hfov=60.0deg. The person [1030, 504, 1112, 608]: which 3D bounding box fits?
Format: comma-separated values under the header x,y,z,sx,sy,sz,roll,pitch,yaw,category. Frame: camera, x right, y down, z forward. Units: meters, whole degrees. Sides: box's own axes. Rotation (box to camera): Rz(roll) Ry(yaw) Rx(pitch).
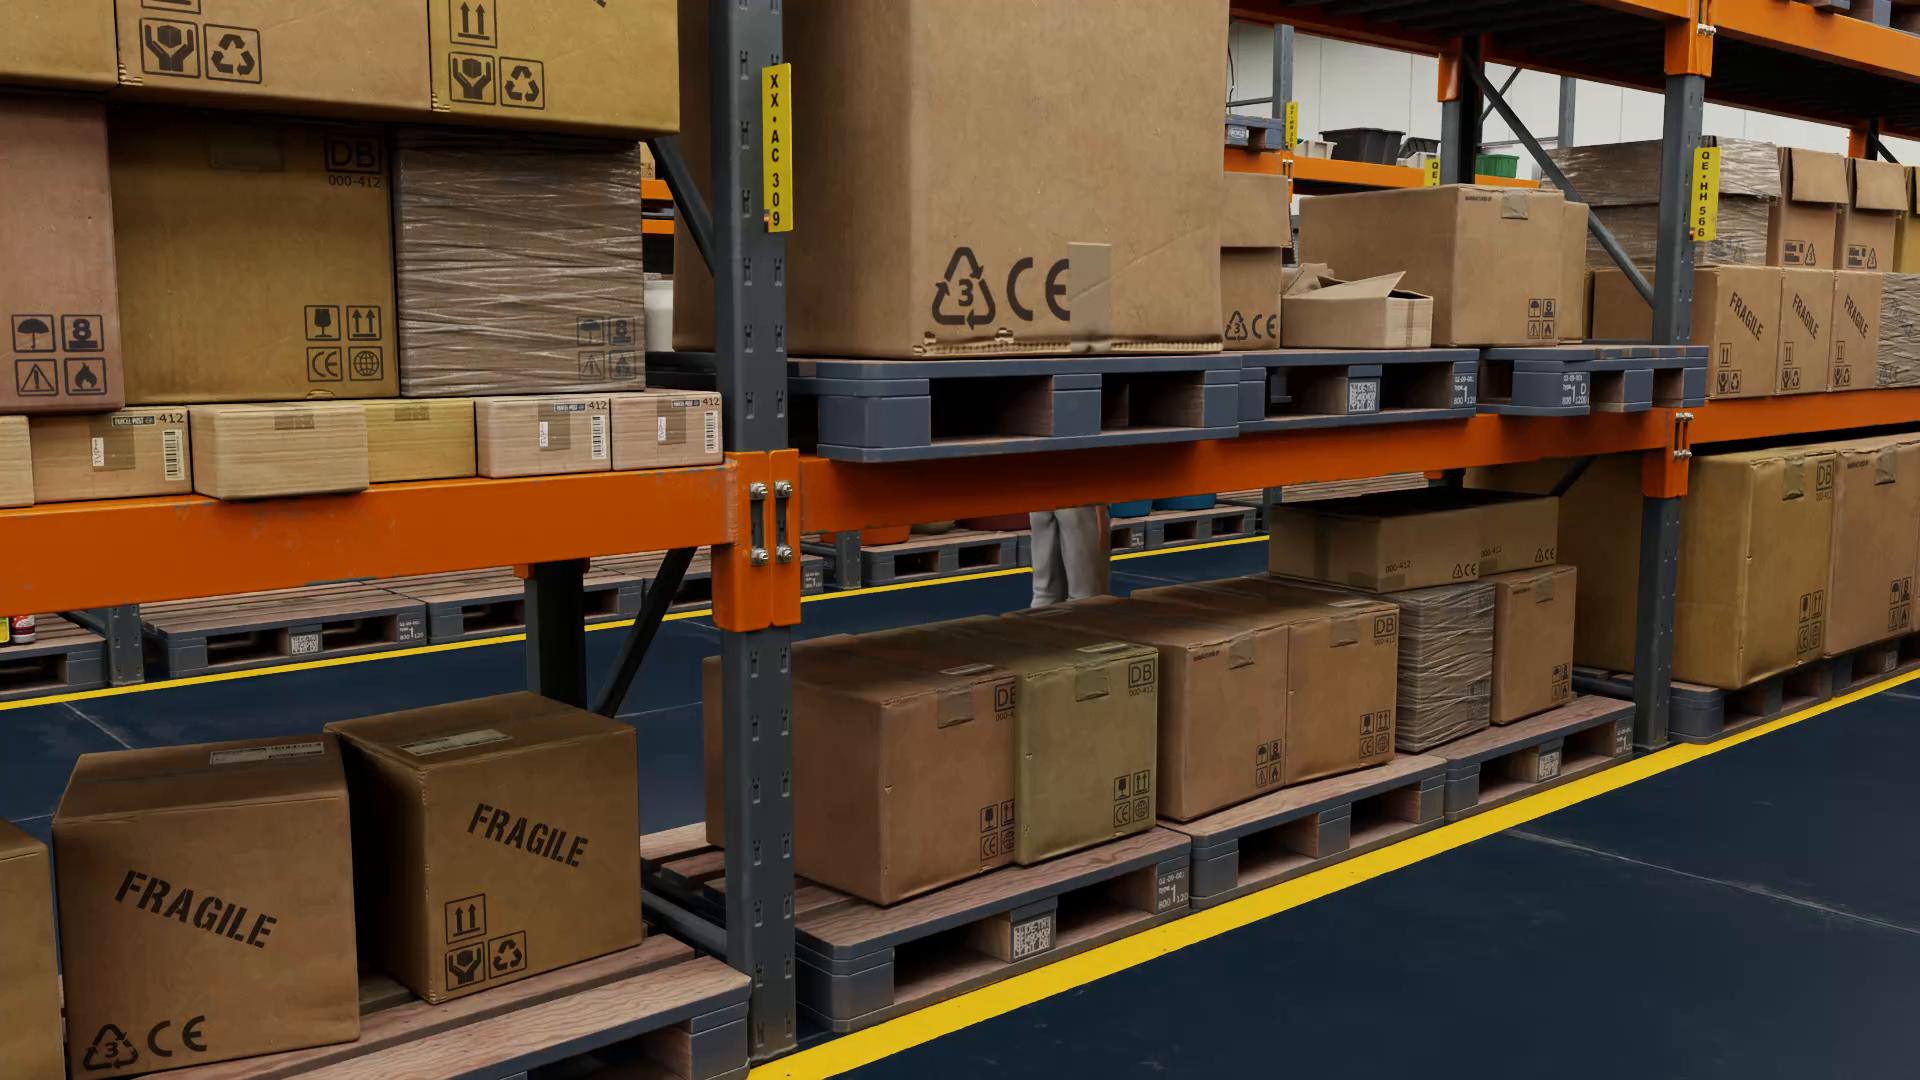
x,y,z,sx,sy,sz,roll,pitch,yaw,category
0.421,-0.096,6.624,0.365,1.654,0.437,-6,10,-40,person
